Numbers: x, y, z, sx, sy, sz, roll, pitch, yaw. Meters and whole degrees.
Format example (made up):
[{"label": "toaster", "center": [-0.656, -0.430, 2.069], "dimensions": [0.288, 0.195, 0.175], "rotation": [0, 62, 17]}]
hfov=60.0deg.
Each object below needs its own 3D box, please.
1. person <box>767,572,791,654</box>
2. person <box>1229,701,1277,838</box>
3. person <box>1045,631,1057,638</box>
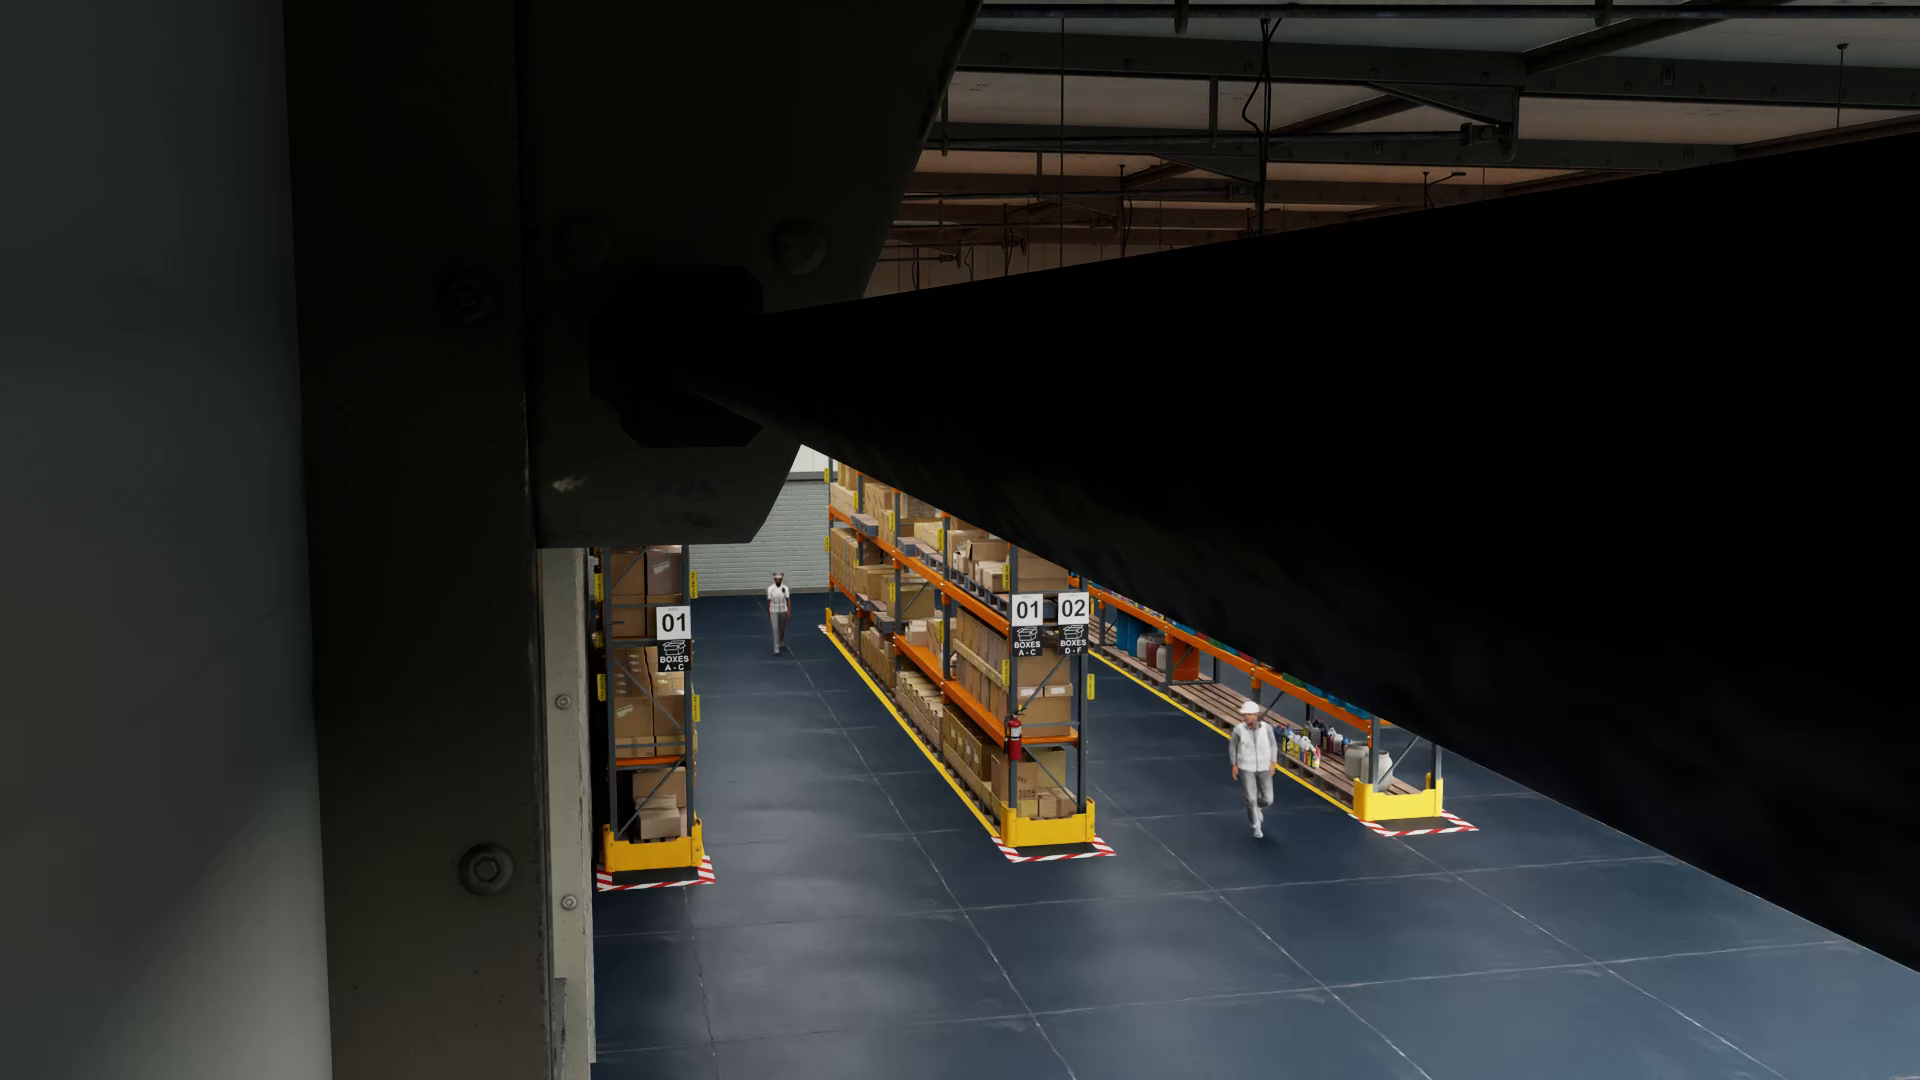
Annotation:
[{"label": "person", "center": [-3.700, 1.458, 34.018], "dimensions": [0.470, 1.627, 1.028], "rotation": [-1, 7, -11]}, {"label": "person", "center": [3.785, 2.928, 21.479], "dimensions": [0.596, 1.750, 0.622], "rotation": [0, 7, -3]}, {"label": "person", "center": [1.536, 1.843, 30.558], "dimensions": [0.610, 1.715, 1.099], "rotation": [-2, 7, -15]}]
